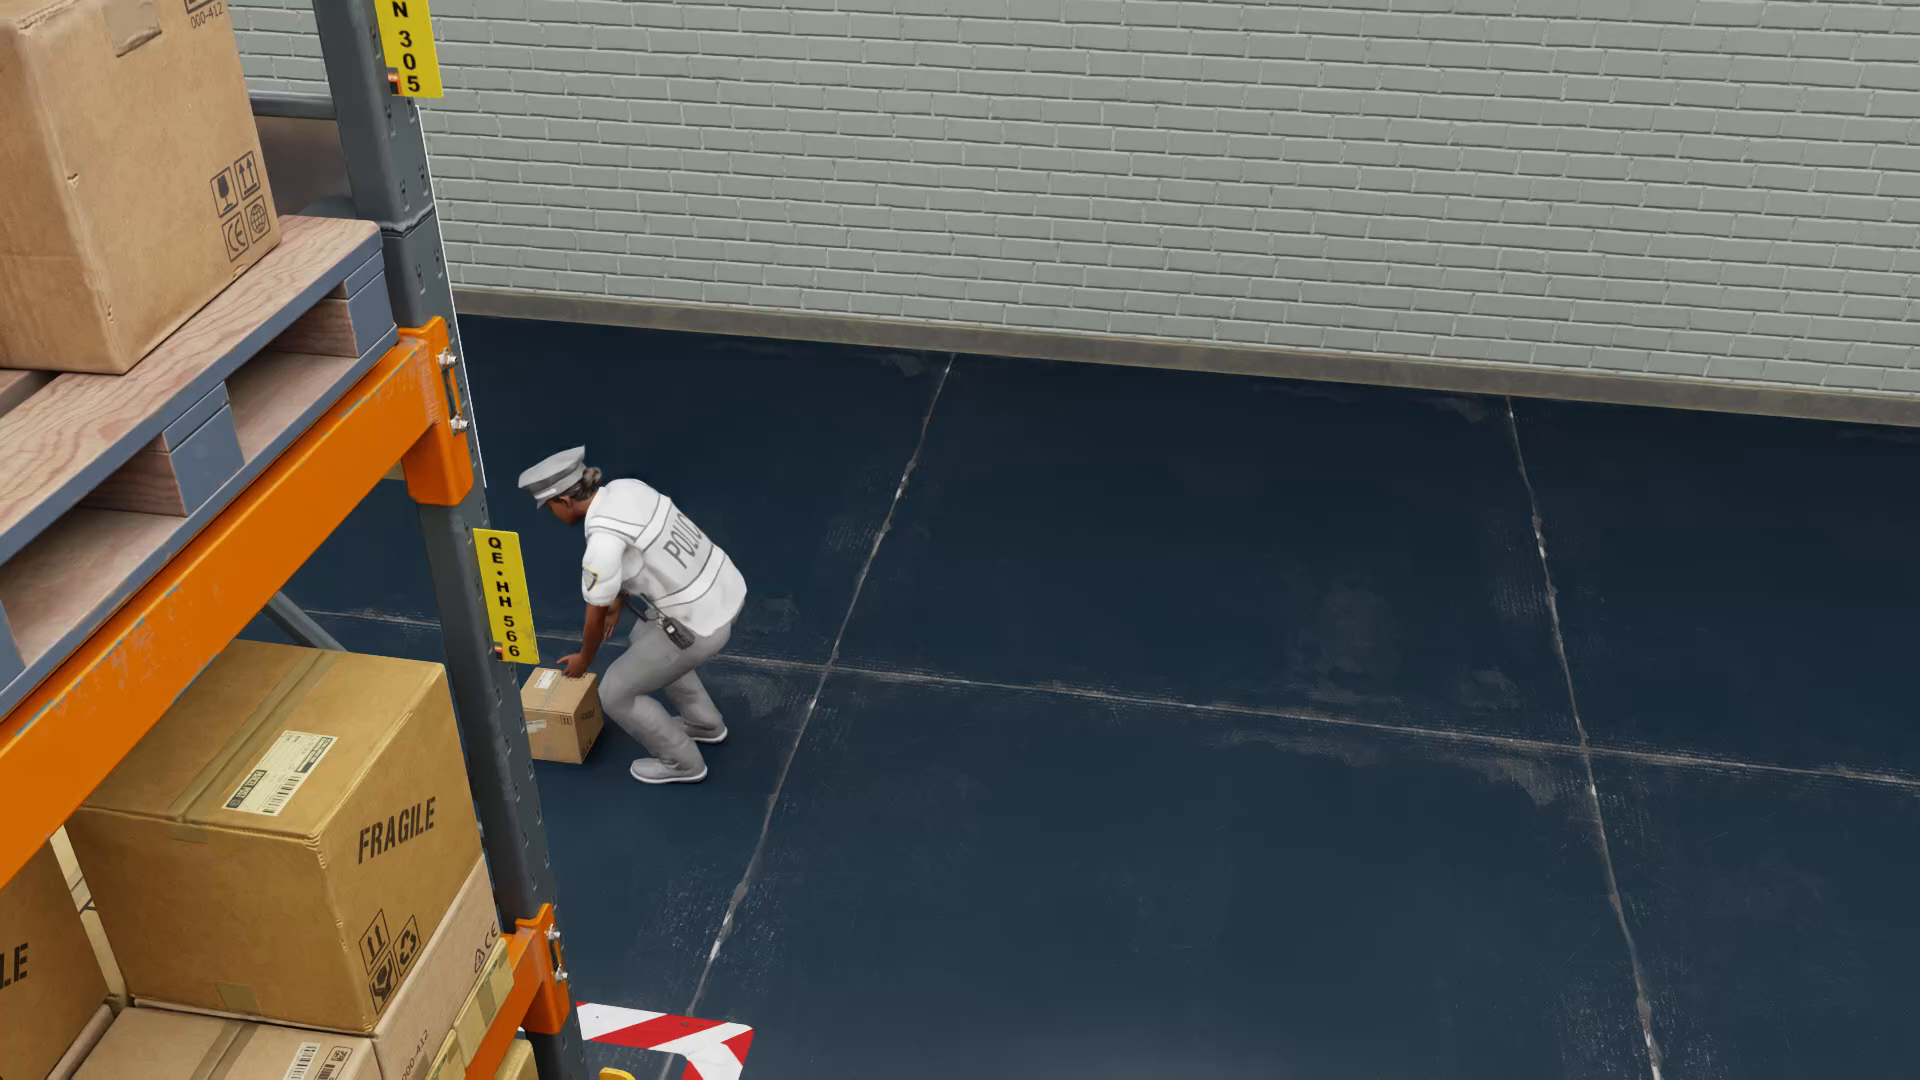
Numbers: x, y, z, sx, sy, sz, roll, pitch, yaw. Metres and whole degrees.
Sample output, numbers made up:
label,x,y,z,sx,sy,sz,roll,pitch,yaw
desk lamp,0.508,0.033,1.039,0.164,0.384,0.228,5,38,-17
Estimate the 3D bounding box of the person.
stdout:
label,x,y,z,sx,sy,sz,roll,pitch,yaw
person,-1.152,0.283,6.012,0.741,1.331,0.496,5,33,8
